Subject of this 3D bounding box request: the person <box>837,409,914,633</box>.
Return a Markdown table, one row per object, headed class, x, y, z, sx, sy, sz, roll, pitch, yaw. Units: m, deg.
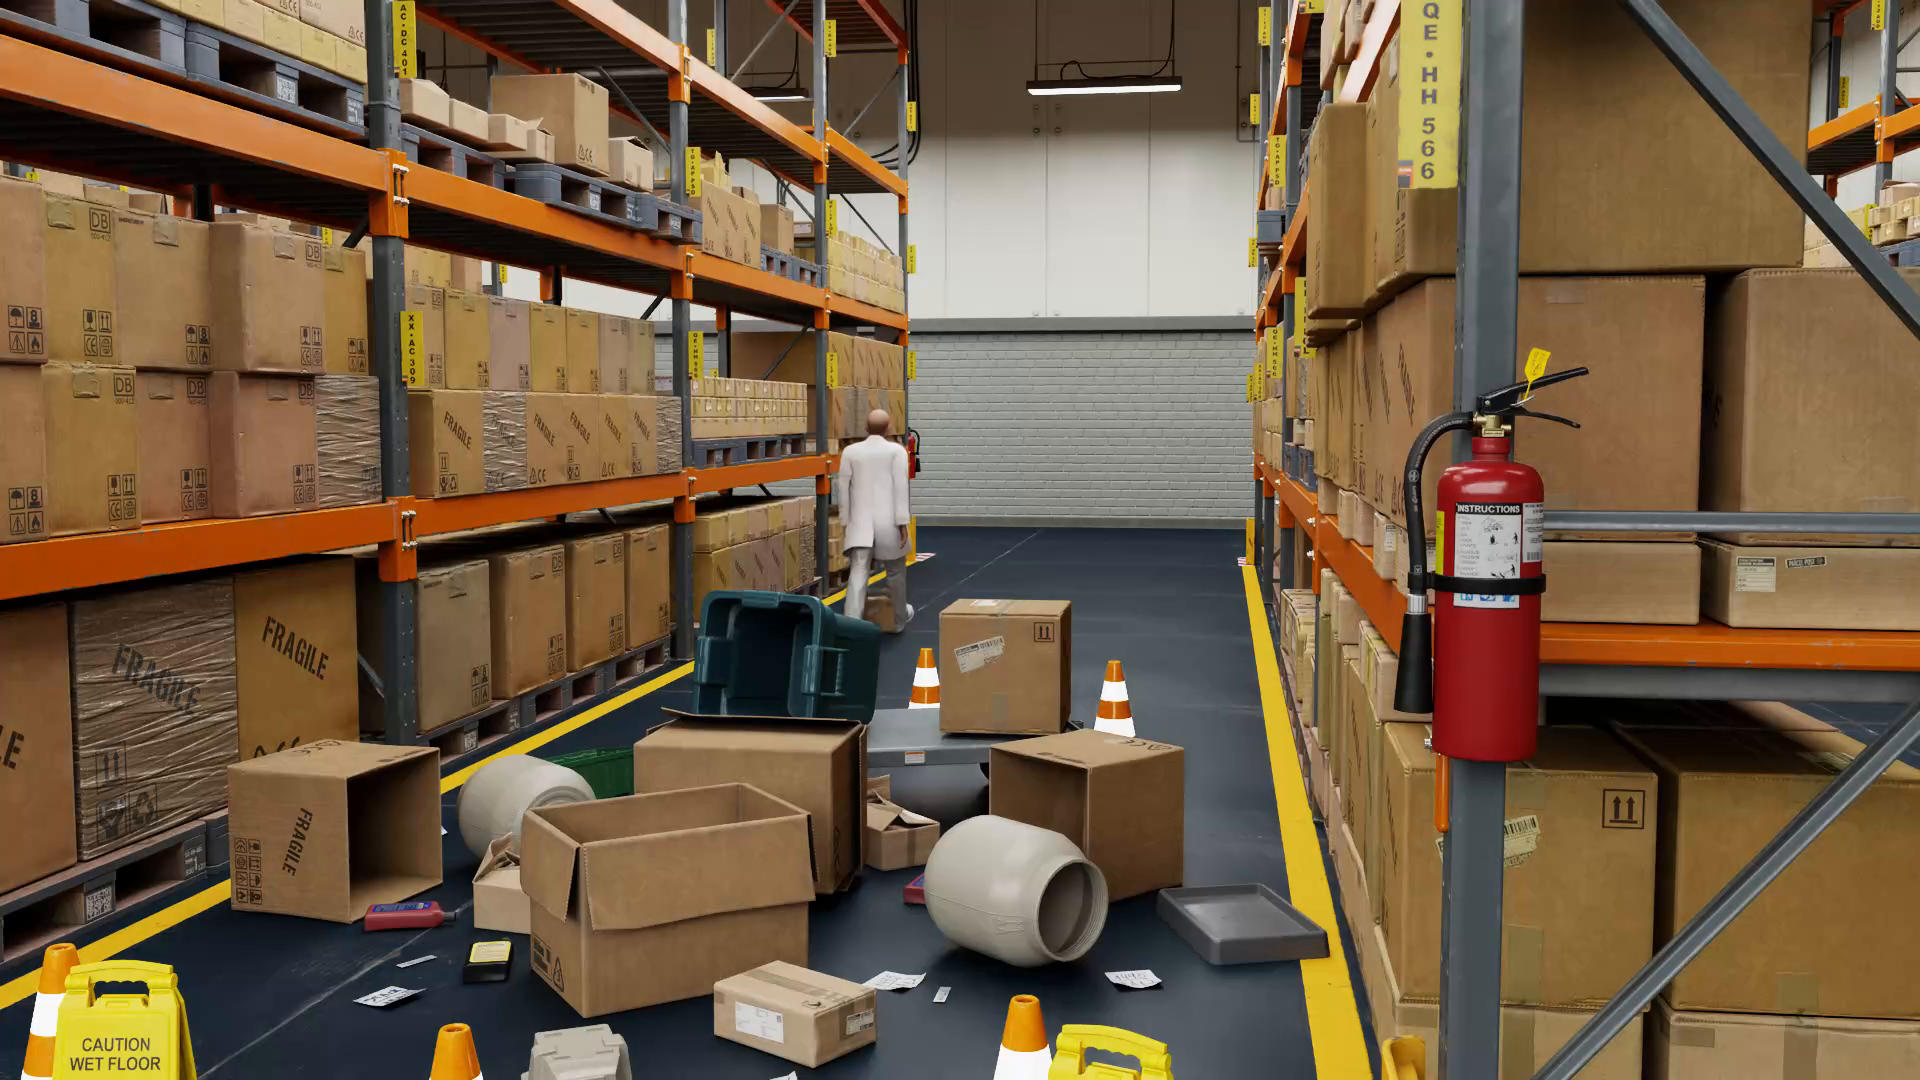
| class | x | y | z | sx | sy | sz | roll | pitch | yaw |
| --- | --- | --- | --- | --- | --- | --- | --- | --- | --- |
| person | -0.643 | -0.121 | 12.506 | 0.586 | 1.718 | 1.216 | 1 | 4 | 8 |
